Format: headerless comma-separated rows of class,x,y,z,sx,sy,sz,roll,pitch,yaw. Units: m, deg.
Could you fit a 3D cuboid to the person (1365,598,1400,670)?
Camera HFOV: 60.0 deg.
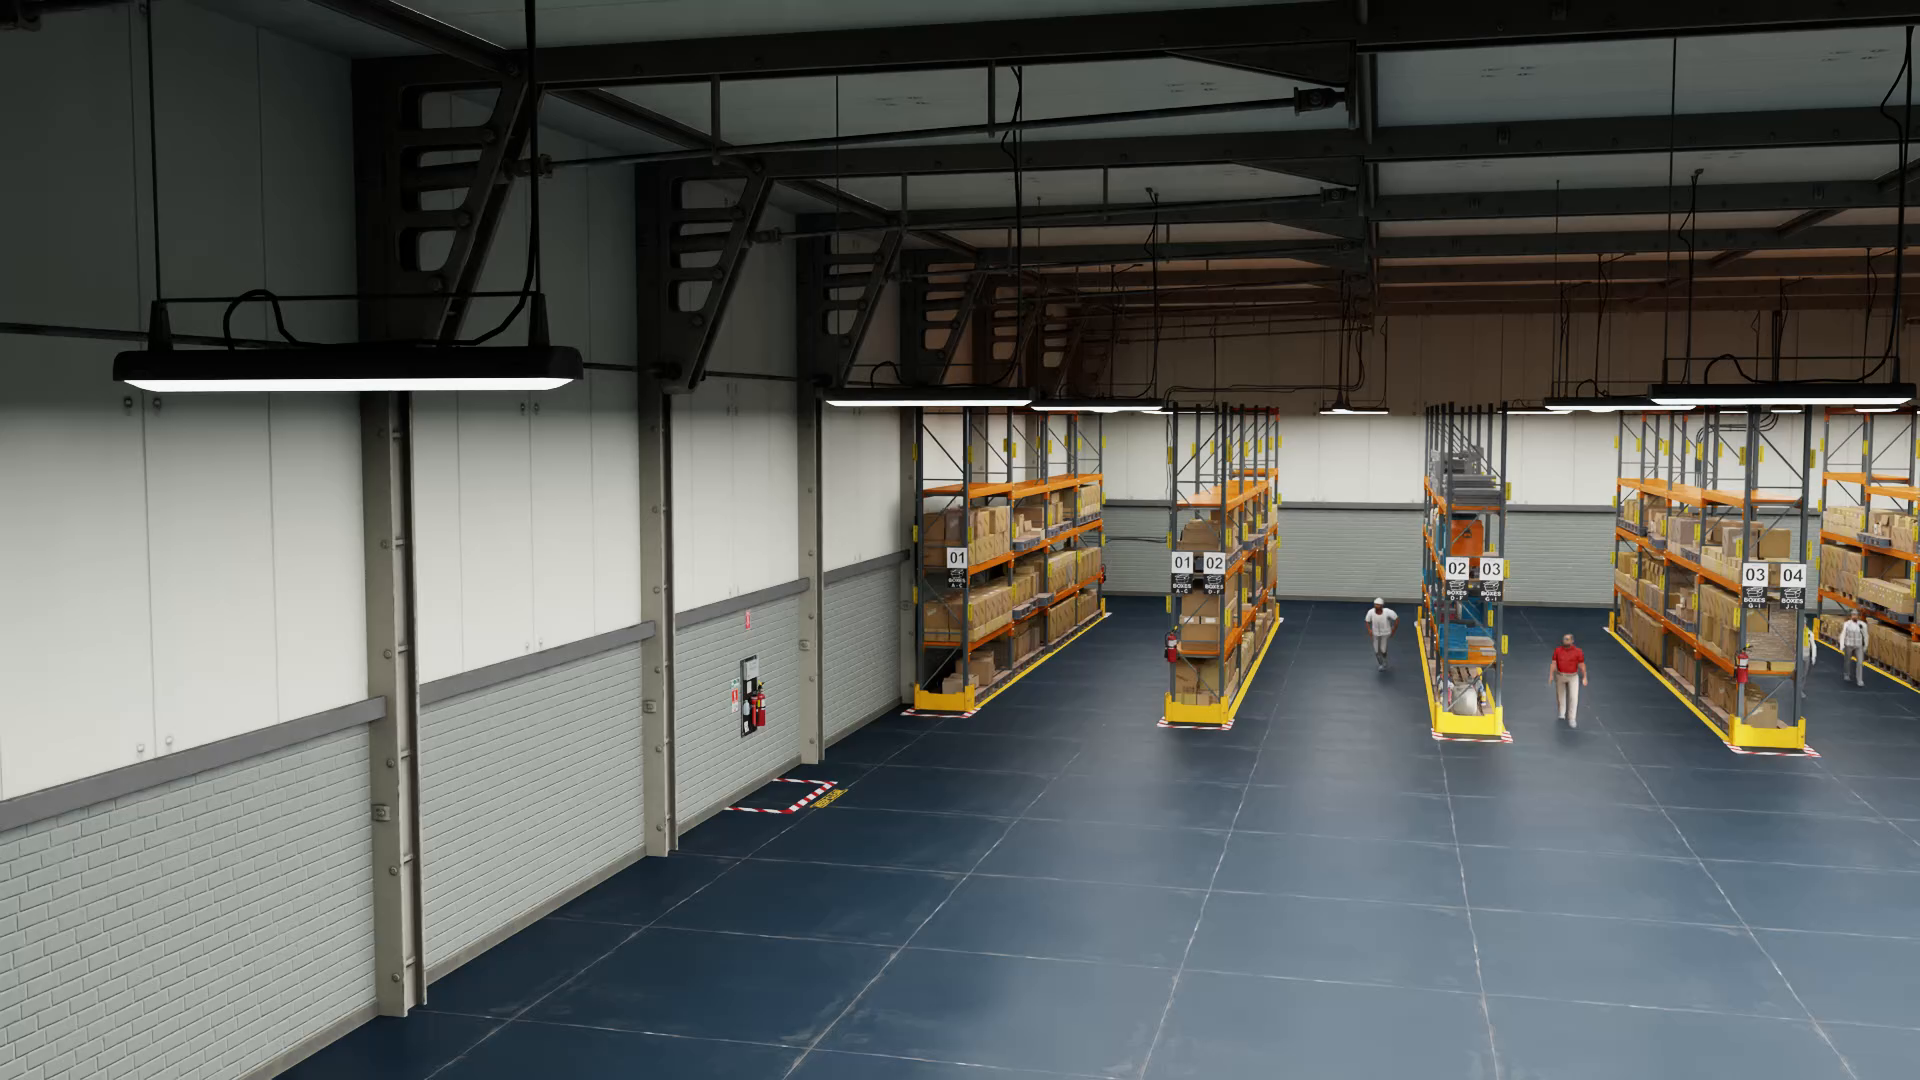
person,9.518,2.121,37.496,0.750,1.668,0.690,2,5,25

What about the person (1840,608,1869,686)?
person,19.140,2.259,35.580,0.579,1.609,1.034,1,4,17

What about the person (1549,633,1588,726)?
person,11.348,2.573,31.026,0.668,1.657,1.085,2,5,23

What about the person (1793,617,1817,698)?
person,17.087,2.407,33.736,0.511,1.710,0.582,1,4,15
